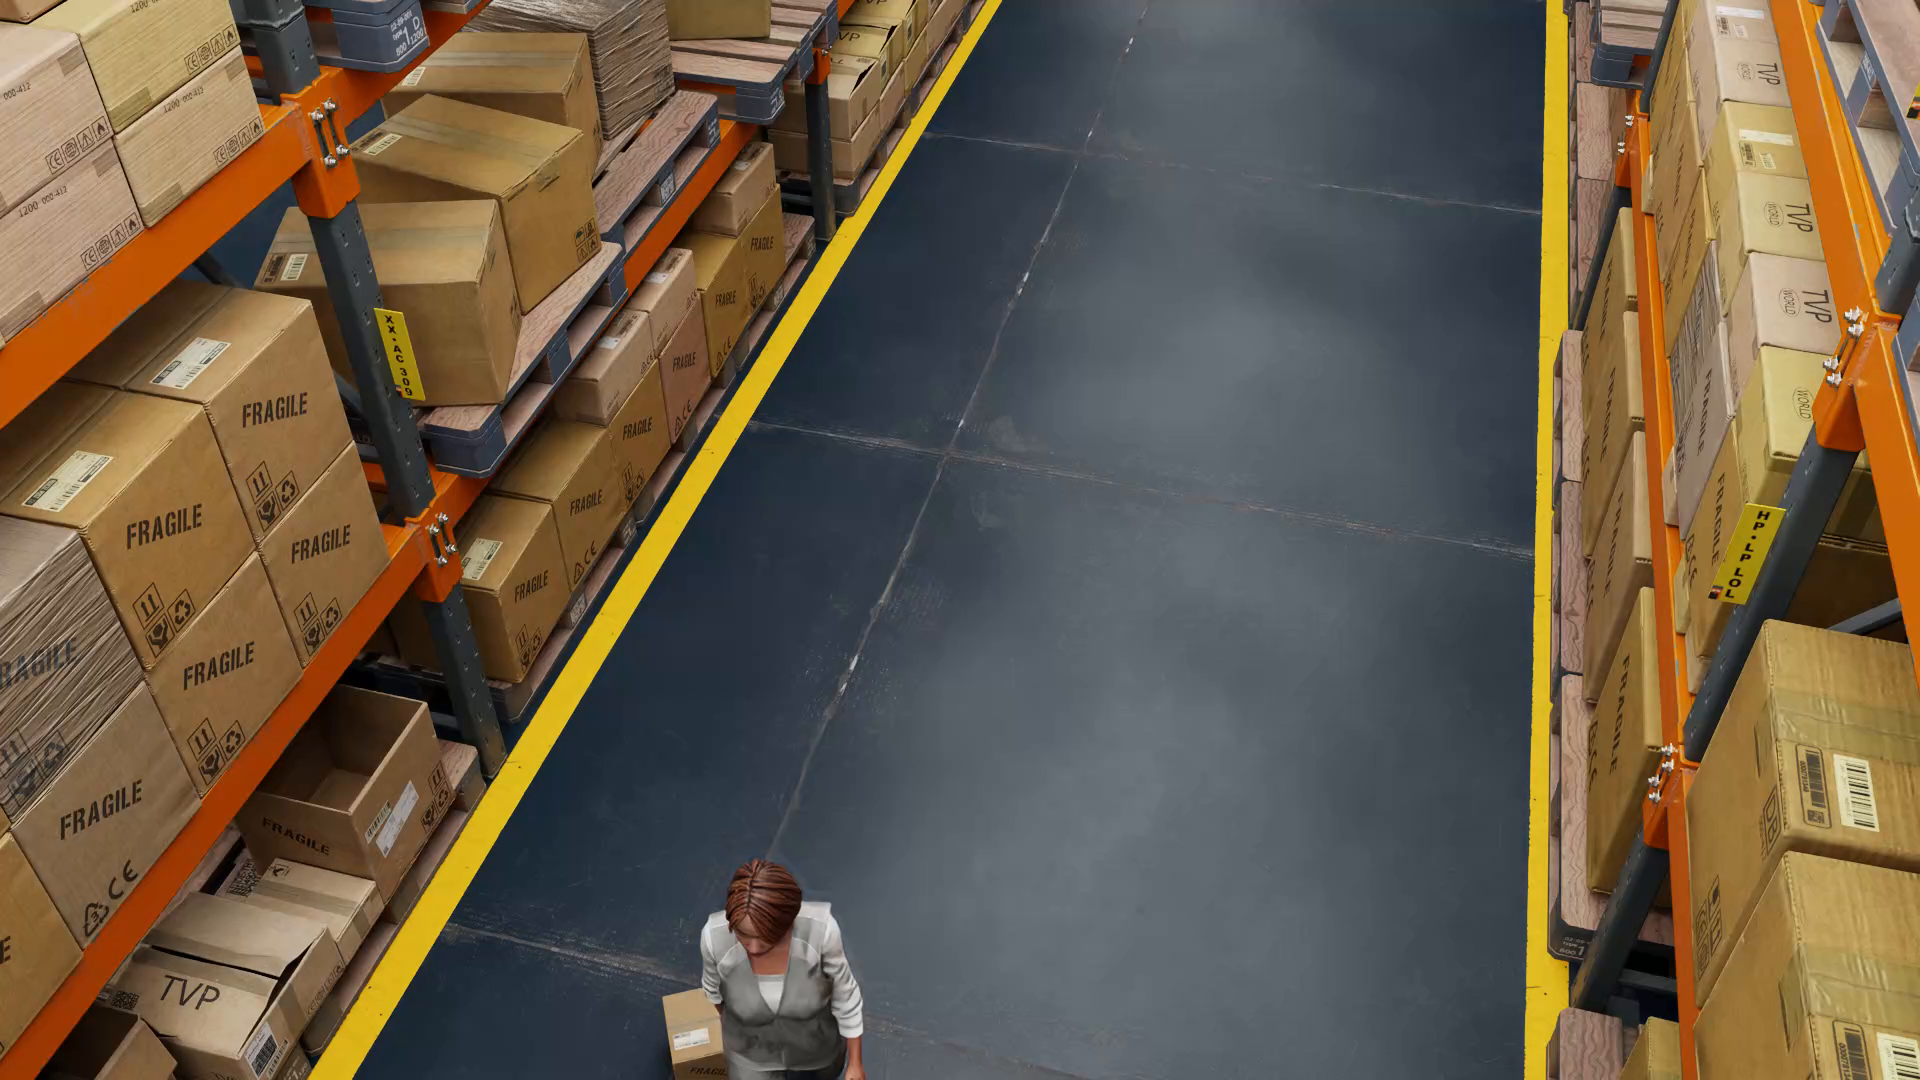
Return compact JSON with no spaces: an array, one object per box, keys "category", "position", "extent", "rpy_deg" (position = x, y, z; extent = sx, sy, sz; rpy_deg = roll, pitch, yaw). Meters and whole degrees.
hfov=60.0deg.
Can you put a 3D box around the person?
[{"category":"person","position":[-0.489,1.341,4.655],"extent":[0.419,1.529,0.944],"rpy_deg":[-7,42,-8]}]
